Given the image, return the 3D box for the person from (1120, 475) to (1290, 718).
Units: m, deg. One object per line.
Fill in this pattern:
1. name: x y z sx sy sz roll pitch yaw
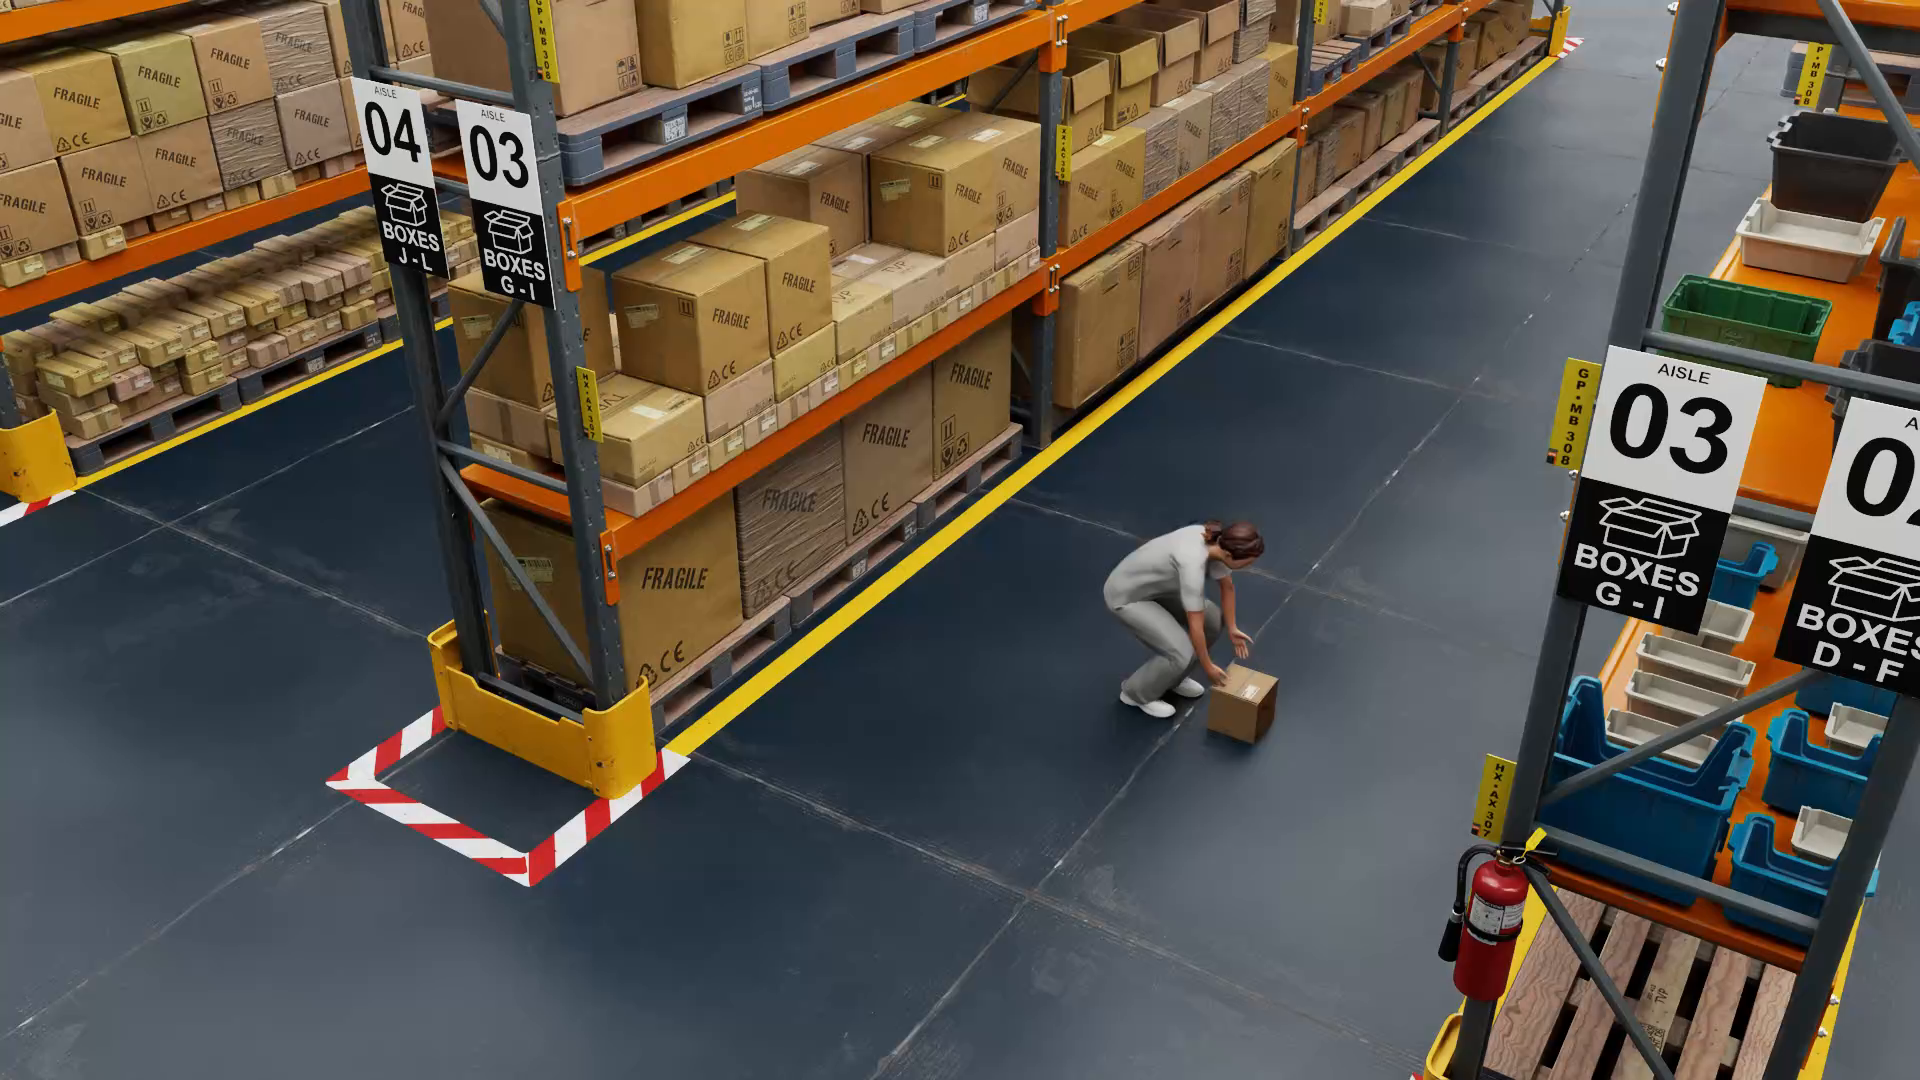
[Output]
1. person: 1.163 0.251 8.050 0.775 1.384 0.409 17 35 26
